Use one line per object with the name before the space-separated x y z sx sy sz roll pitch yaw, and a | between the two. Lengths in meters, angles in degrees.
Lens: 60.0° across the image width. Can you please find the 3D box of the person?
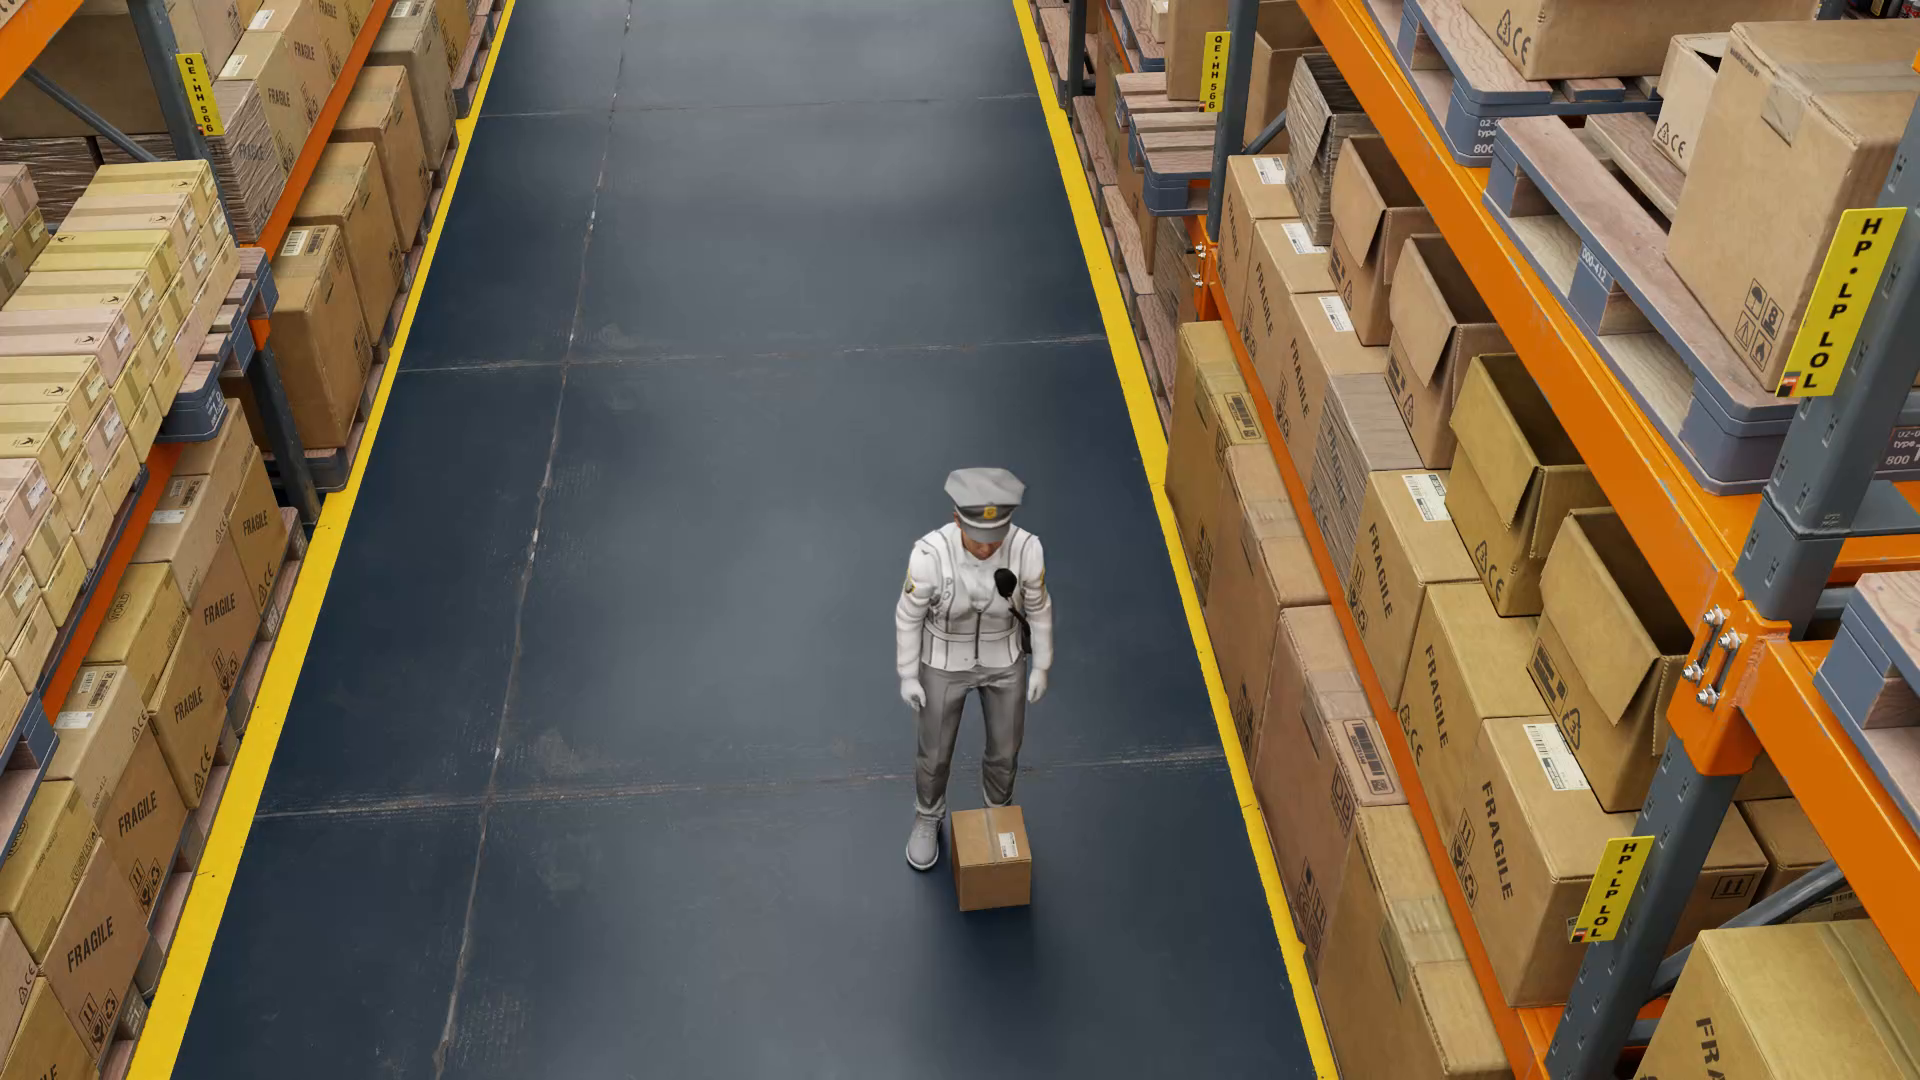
person | 0.051 0.432 5.624 0.528 1.664 0.372 -4 40 -5
